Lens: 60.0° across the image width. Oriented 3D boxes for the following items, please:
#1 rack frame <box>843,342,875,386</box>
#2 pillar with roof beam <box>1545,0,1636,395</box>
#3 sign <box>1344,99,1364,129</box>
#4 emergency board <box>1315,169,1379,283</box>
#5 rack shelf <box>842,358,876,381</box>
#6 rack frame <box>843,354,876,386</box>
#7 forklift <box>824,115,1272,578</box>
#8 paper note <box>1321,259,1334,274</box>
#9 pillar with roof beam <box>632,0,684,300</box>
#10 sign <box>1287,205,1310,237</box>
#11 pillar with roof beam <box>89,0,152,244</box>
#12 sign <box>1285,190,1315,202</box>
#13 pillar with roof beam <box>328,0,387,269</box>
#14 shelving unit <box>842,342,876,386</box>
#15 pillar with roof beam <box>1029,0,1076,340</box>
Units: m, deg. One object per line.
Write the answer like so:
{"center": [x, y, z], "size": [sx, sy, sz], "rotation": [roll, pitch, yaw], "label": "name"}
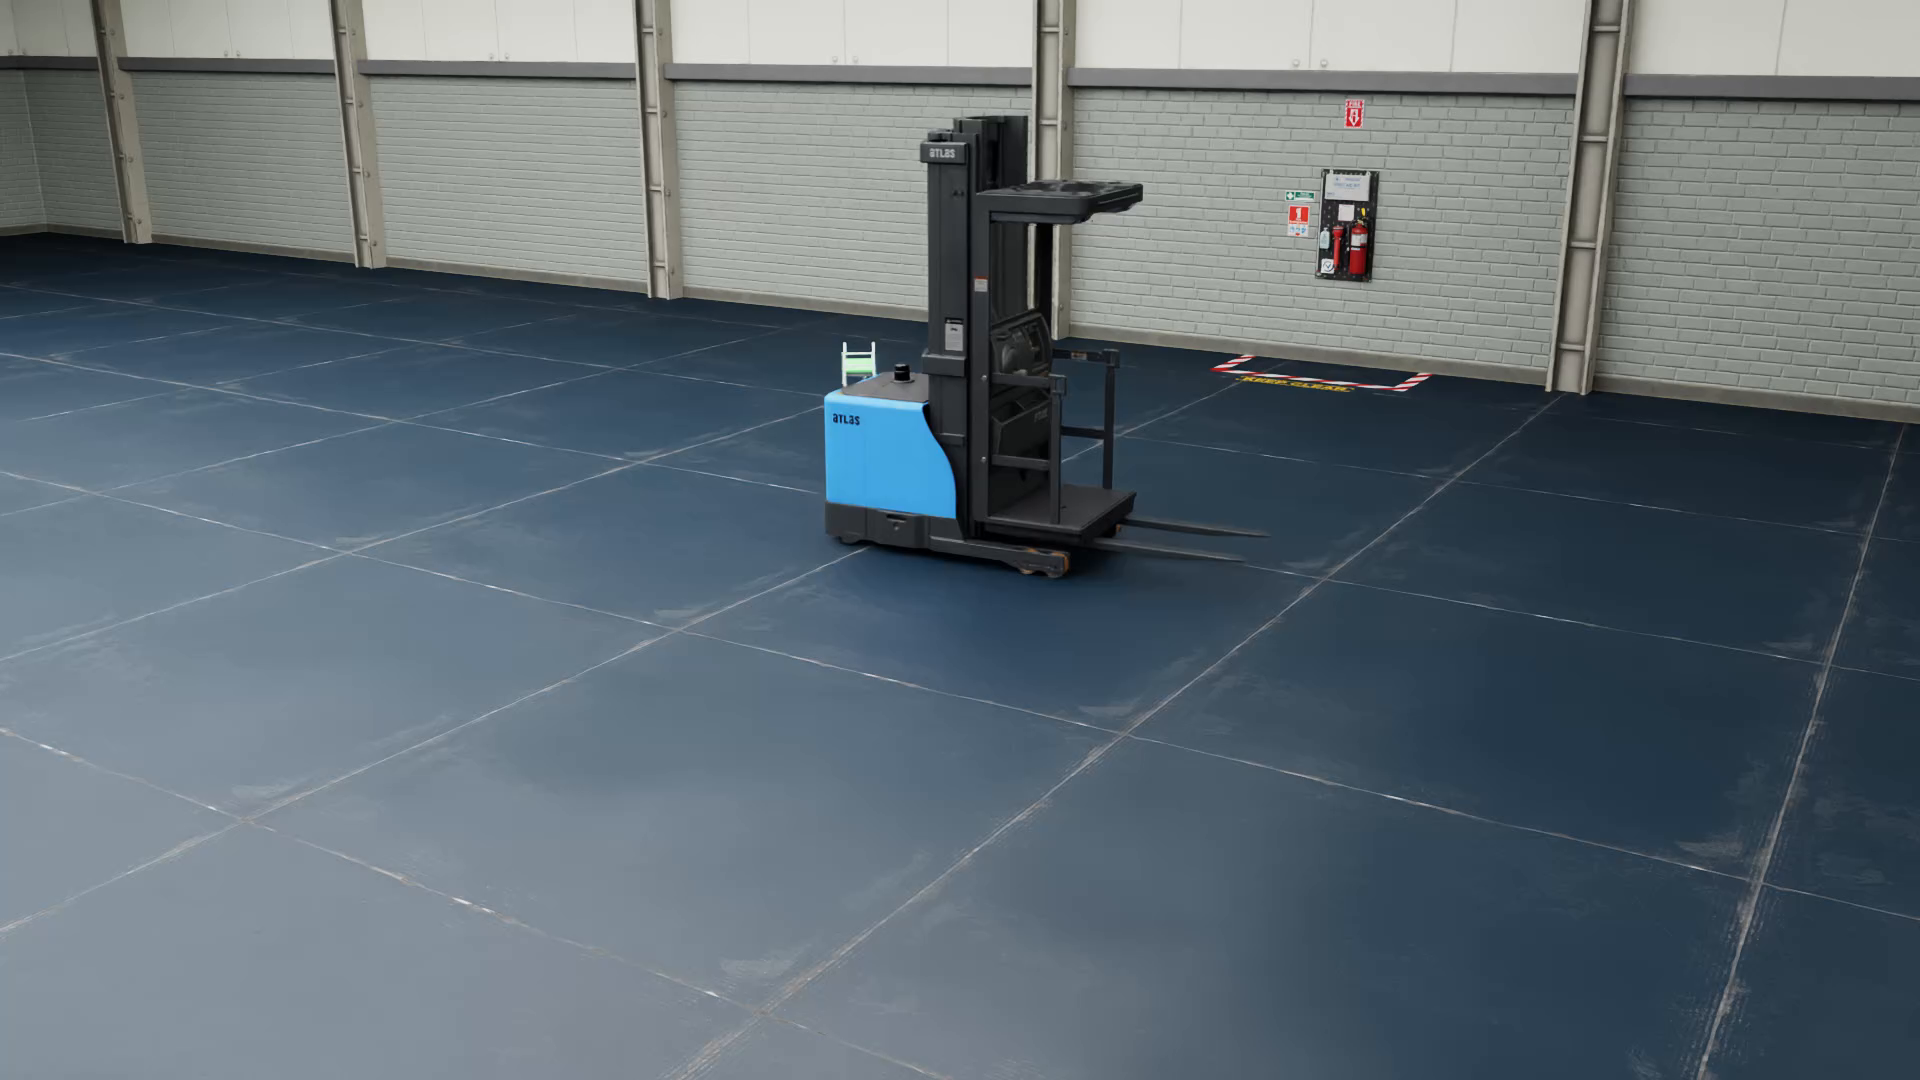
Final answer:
{"center": [-0.772, -0.935, 12.896], "size": [0.240, 1.200, 0.015], "rotation": [-1, 17, -3], "label": "rack frame"}
{"center": [3.928, -4.759, 12.065], "size": [0.400, 9.000, 9.100], "rotation": [10, 20, 30], "label": "pillar with roof beam"}
{"center": [4.141, -4.475, 17.464], "size": [0.199, 0.298, 0.001], "rotation": [10, 20, 30], "label": "sign"}
{"center": [4.095, -3.340, 17.716], "size": [0.643, 1.169, 0.194], "rotation": [10, 20, 30], "label": "emergency board"}
{"center": [-0.759, -1.263, 12.542], "size": [0.258, 0.148, 0.480], "rotation": [-1, 17, -3], "label": "rack shelf"}
{"center": [-0.745, -0.794, 12.430], "size": [0.240, 1.200, 0.015], "rotation": [-1, 17, -3], "label": "rack frame"}
{"center": [0.598, -1.328, 11.209], "size": [3.031, 2.935, 1.130], "rotation": [8, 19, 24], "label": "forklift"}
{"center": [3.981, -2.963, 17.989], "size": [0.142, 0.148, 0.016], "rotation": [10, 20, 30], "label": "paper note"}
{"center": [-6.297, -6.584, 18.074], "size": [0.400, 9.000, 9.100], "rotation": [10, 20, 30], "label": "pillar with roof beam"}
{"center": [3.678, -3.467, 18.072], "size": [0.234, 0.329, 0.001], "rotation": [10, 20, 30], "label": "sign"}
{"center": [-16.523, -8.410, 24.083], "size": [0.400, 9.000, 9.100], "rotation": [10, 20, 30], "label": "pillar with roof beam"}
{"center": [3.677, -3.717, 17.985], "size": [0.331, 0.109, 0.001], "rotation": [10, 20, 30], "label": "sign"}
{"center": [-11.410, -7.497, 21.079], "size": [0.400, 9.000, 9.100], "rotation": [10, 20, 30], "label": "pillar with roof beam"}
{"center": [-0.759, -0.864, 12.663], "size": [0.258, 1.200, 0.503], "rotation": [-1, 17, -3], "label": "shelving unit"}
{"center": [-1.185, -5.672, 15.070], "size": [0.400, 9.000, 9.100], "rotation": [10, 20, 30], "label": "pillar with roof beam"}
